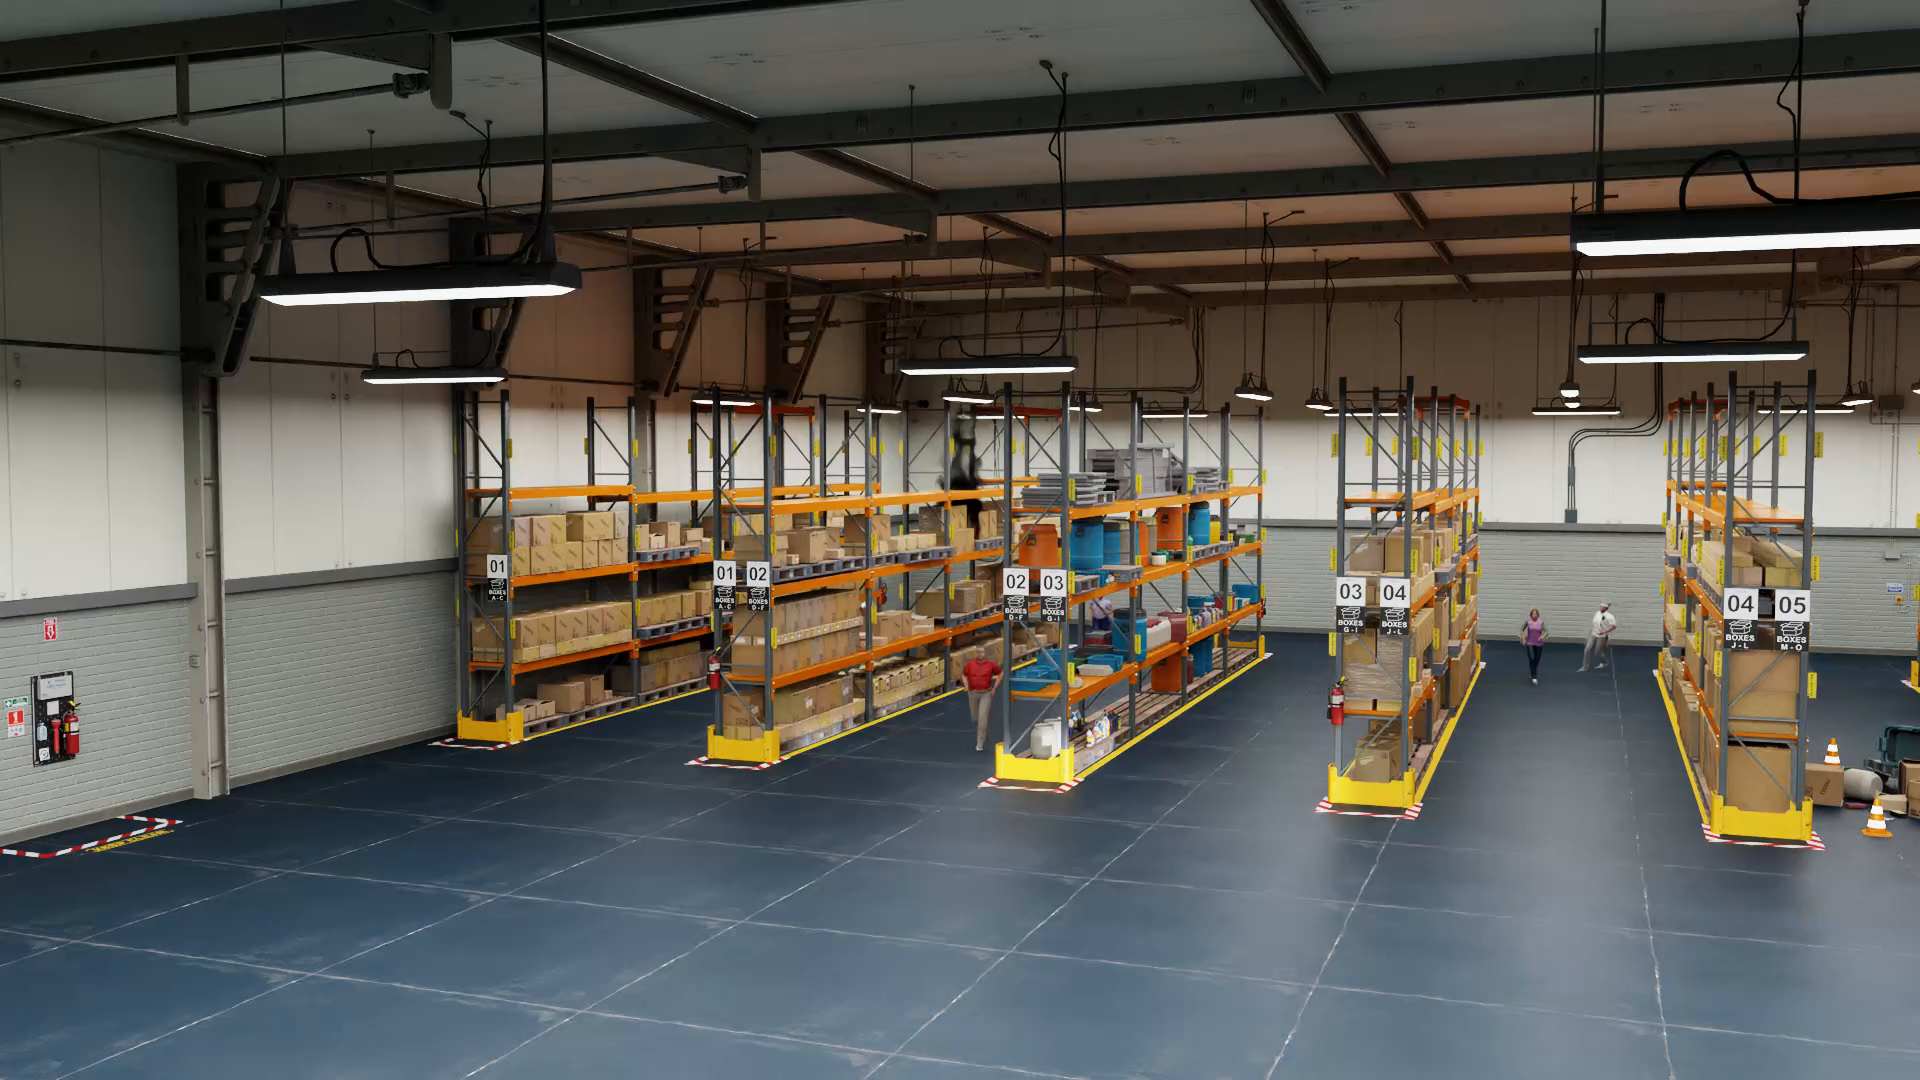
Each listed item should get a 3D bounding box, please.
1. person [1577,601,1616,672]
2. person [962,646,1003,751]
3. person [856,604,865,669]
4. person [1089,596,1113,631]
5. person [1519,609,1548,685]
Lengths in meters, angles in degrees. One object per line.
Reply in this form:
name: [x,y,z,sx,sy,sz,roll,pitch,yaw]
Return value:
person: [14.316,2.159,37.154,0.771,1.634,0.668,-2,4,-30]
person: [0.354,2.618,27.848,0.670,1.718,0.883,1,3,15]
person: [-2.017,2.211,34.926,0.665,1.763,0.821,1,3,16]
person: [3.352,2.002,39.677,0.612,1.662,0.784,1,3,13]
person: [12.283,2.265,35.588,0.573,1.602,0.752,1,3,11]
